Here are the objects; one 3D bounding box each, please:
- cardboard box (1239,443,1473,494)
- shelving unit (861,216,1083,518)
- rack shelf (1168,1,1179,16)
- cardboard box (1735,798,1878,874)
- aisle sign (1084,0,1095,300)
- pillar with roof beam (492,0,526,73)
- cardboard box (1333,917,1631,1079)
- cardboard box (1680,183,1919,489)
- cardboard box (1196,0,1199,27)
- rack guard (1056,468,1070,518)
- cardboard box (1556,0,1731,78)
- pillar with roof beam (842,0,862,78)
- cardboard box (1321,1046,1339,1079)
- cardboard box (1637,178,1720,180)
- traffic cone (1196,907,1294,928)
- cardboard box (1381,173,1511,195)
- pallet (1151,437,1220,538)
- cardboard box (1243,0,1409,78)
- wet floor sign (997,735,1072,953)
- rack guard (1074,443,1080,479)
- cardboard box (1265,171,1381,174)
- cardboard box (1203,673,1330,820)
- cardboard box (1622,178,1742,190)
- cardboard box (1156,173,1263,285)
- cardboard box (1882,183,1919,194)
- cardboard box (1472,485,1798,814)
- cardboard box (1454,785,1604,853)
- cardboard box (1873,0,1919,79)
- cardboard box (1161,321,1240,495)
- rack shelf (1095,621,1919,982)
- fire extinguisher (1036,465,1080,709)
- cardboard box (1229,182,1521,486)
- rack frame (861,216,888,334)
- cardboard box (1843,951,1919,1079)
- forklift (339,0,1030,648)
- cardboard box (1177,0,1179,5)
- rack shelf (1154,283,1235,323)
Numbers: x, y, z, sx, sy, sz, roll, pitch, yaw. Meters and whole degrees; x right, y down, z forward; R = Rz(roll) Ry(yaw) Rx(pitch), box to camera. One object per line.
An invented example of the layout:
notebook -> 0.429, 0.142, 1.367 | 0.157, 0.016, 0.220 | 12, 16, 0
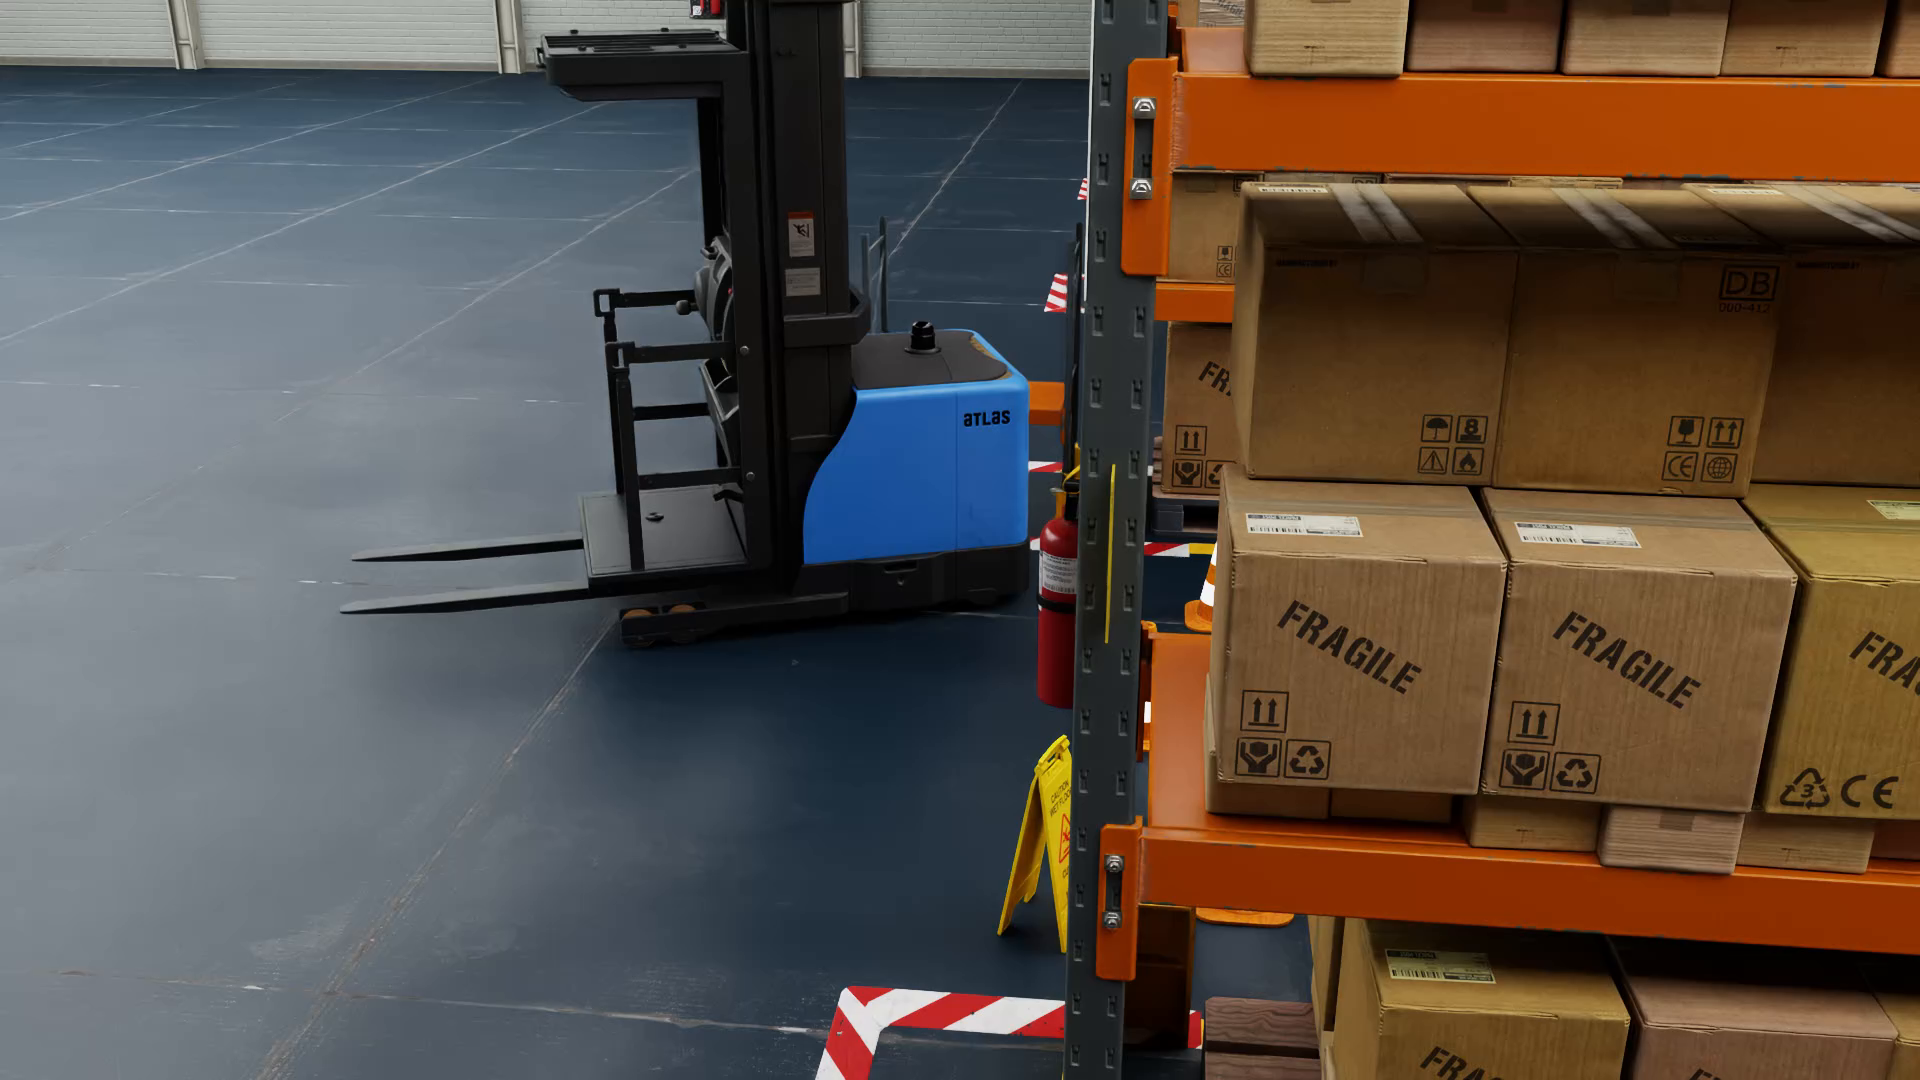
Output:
cardboard box -> 0.916, -0.031, 3.898 | 0.500, 0.500, 0.500 | 2, 22, 5
shelving unit -> 0.079, -0.857, 8.567 | 1.083, 1.500, 0.587 | 3, 22, 8
rack shelf -> 5.246, -8.391, 26.564 | 4.000, 0.370, 1.077 | 2, 22, 6
cardboard box -> 1.672, 0.512, 3.407 | 0.250, 0.149, 0.380 | 3, 22, 8
aisle sign -> 0.247, -0.867, 3.018 | 0.004, 0.787, 0.394 | 2, 22, 6
pillar with roof beam -> -8.366, -10.835, 23.608 | 0.400, 9.000, 9.100 | 2, 22, 6
cardboard box -> 1.137, 1.102, 3.720 | 0.500, 0.500, 0.500 | 2, 22, 4
cardboard box -> 1.898, -0.467, 3.641 | 0.500, 0.500, 0.700 | 2, 22, 6
cardboard box -> 2.087, -4.103, 12.839 | 0.500, 0.500, 0.500 | 2, 22, 6
rack guard -> 0.572, -0.248, 8.727 | 0.087, 0.250, 0.587 | 3, 22, 8
cardboard box -> 1.167, -0.912, 2.927 | 0.250, 0.149, 0.380 | 3, 22, 8
pillar with roof beam -> -2.408, -10.576, 22.951 | 0.400, 9.000, 9.100 | 2, 22, 6
cardboard box -> 1.114, 1.450, 3.860 | 0.500, 0.250, 0.500 | 2, 22, 6
cardboard box -> 3.357, -2.063, 7.905 | 0.550, 0.550, 0.875 | 2, 22, 6
traffic cone -> 0.924, 0.958, 5.386 | 0.334, 0.463, 0.336 | 2, 22, 6
cardboard box -> 2.291, -1.565, 8.114 | 0.550, 0.550, 0.875 | 2, 22, 6
pallet -> 1.630, -0.278, 8.855 | 1.213, 0.211, 1.003 | 2, 22, 6
cardboard box -> 0.636, -0.914, 2.934 | 0.250, 0.149, 0.380 | 3, 22, 6
wet floor sign -> 0.282, 0.927, 5.217 | 0.232, 0.644, 0.267 | 11, 24, 25
rack guard -> 0.803, -0.419, 8.820 | 0.348, 0.500, 1.175 | 2, 22, 6
cardboard box -> 1.748, -2.132, 8.080 | 0.550, 0.550, 0.875 | 2, 22, 6
cardboard box -> 0.658, 0.438, 3.593 | 0.250, 0.149, 0.380 | 3, 22, 7
cardboard box -> 3.360, -1.571, 8.129 | 0.550, 0.550, 0.875 | 2, 22, 6
cardboard box -> 1.201, -1.651, 8.332 | 0.550, 0.550, 0.875 | 2, 22, 6
cardboard box -> 4.432, -1.489, 7.922 | 0.550, 0.550, 0.875 | 2, 22, 6
cardboard box -> 1.298, 0.189, 3.341 | 0.500, 0.500, 0.500 | 3, 22, 8
cardboard box -> 1.164, 0.485, 3.475 | 0.250, 0.149, 0.380 | 2, 22, 5
cardboard box -> 1.679, -0.900, 2.898 | 0.250, 0.149, 0.380 | 2, 22, 5
cardboard box -> 1.508, -0.783, 8.658 | 0.875, 0.875, 0.875 | 3, 22, 7
rack shelf -> 2.331, 0.652, 3.689 | 4.000, 0.370, 1.077 | 2, 22, 6
fire extinguisher -> 0.286, 0.094, 4.228 | 0.183, 0.674, 0.296 | 2, 22, 6
cardboard box -> 0.878, -0.476, 3.664 | 0.500, 0.500, 0.700 | 2, 22, 5
rack frame -> -0.432, -0.886, 8.641 | 0.032, 1.500, 0.500 | 3, 22, 8
cardboard box -> 2.154, 1.148, 3.605 | 0.500, 0.500, 0.500 | 3, 22, 7
forklift -> -1.252, -1.107, 7.252 | 3.031, 2.935, 1.130 | -5, 22, -13
cardboard box -> 3.707, -8.615, 26.328 | 0.500, 0.250, 0.500 | 2, 22, 5
rack shelf -> 2.813, -1.160, 8.271 | 4.000, 0.370, 1.077 | 2, 22, 6
